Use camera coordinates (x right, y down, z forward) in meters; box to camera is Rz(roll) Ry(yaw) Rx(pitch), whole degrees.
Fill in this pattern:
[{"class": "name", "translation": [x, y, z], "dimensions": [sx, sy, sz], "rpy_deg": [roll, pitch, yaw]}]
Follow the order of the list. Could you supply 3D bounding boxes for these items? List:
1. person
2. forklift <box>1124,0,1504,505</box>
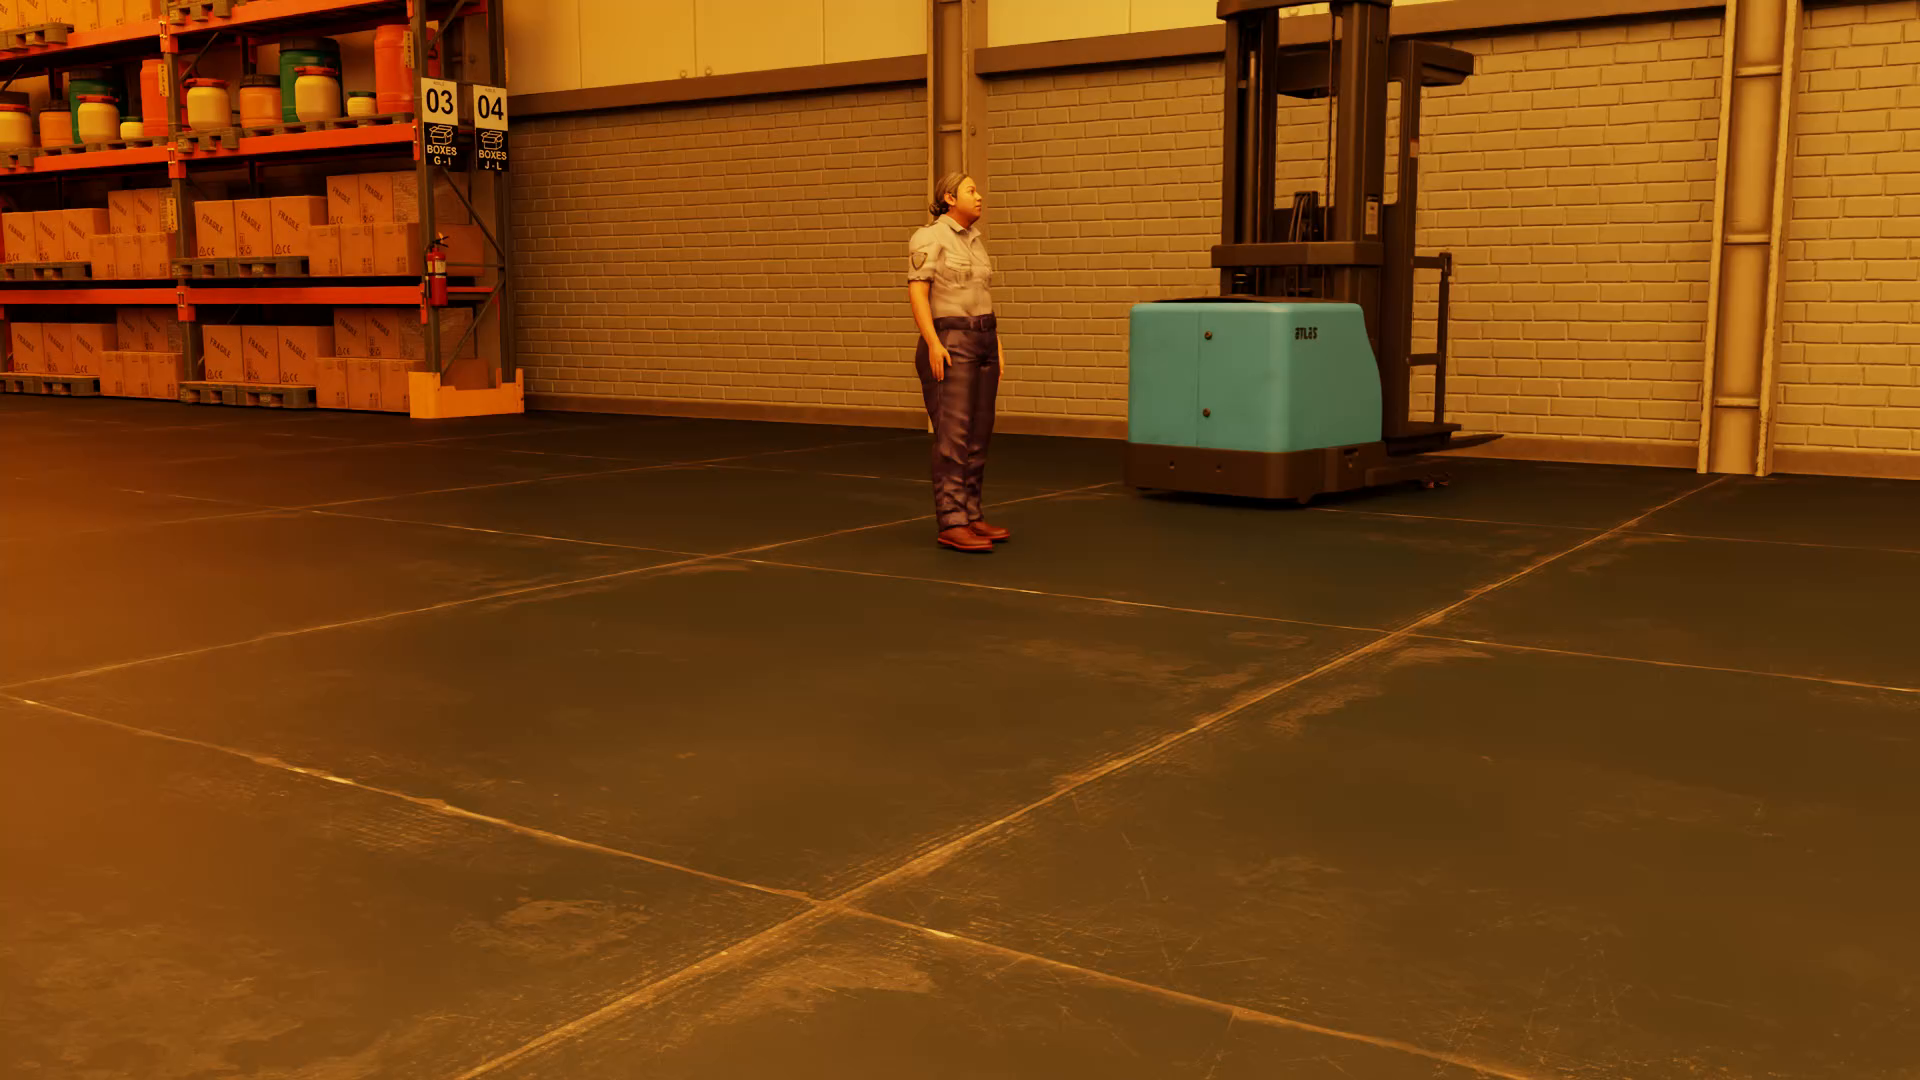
[{"class": "person", "translation": [0.062, -0.812, 7.418], "dimensions": [0.502, 1.651, 0.598], "rpy_deg": [5, 10, 34]}, {"class": "forklift", "translation": [2.280, -1.790, 9.784], "dimensions": [1.130, 2.935, 3.031], "rpy_deg": [7, 11, 42]}]
